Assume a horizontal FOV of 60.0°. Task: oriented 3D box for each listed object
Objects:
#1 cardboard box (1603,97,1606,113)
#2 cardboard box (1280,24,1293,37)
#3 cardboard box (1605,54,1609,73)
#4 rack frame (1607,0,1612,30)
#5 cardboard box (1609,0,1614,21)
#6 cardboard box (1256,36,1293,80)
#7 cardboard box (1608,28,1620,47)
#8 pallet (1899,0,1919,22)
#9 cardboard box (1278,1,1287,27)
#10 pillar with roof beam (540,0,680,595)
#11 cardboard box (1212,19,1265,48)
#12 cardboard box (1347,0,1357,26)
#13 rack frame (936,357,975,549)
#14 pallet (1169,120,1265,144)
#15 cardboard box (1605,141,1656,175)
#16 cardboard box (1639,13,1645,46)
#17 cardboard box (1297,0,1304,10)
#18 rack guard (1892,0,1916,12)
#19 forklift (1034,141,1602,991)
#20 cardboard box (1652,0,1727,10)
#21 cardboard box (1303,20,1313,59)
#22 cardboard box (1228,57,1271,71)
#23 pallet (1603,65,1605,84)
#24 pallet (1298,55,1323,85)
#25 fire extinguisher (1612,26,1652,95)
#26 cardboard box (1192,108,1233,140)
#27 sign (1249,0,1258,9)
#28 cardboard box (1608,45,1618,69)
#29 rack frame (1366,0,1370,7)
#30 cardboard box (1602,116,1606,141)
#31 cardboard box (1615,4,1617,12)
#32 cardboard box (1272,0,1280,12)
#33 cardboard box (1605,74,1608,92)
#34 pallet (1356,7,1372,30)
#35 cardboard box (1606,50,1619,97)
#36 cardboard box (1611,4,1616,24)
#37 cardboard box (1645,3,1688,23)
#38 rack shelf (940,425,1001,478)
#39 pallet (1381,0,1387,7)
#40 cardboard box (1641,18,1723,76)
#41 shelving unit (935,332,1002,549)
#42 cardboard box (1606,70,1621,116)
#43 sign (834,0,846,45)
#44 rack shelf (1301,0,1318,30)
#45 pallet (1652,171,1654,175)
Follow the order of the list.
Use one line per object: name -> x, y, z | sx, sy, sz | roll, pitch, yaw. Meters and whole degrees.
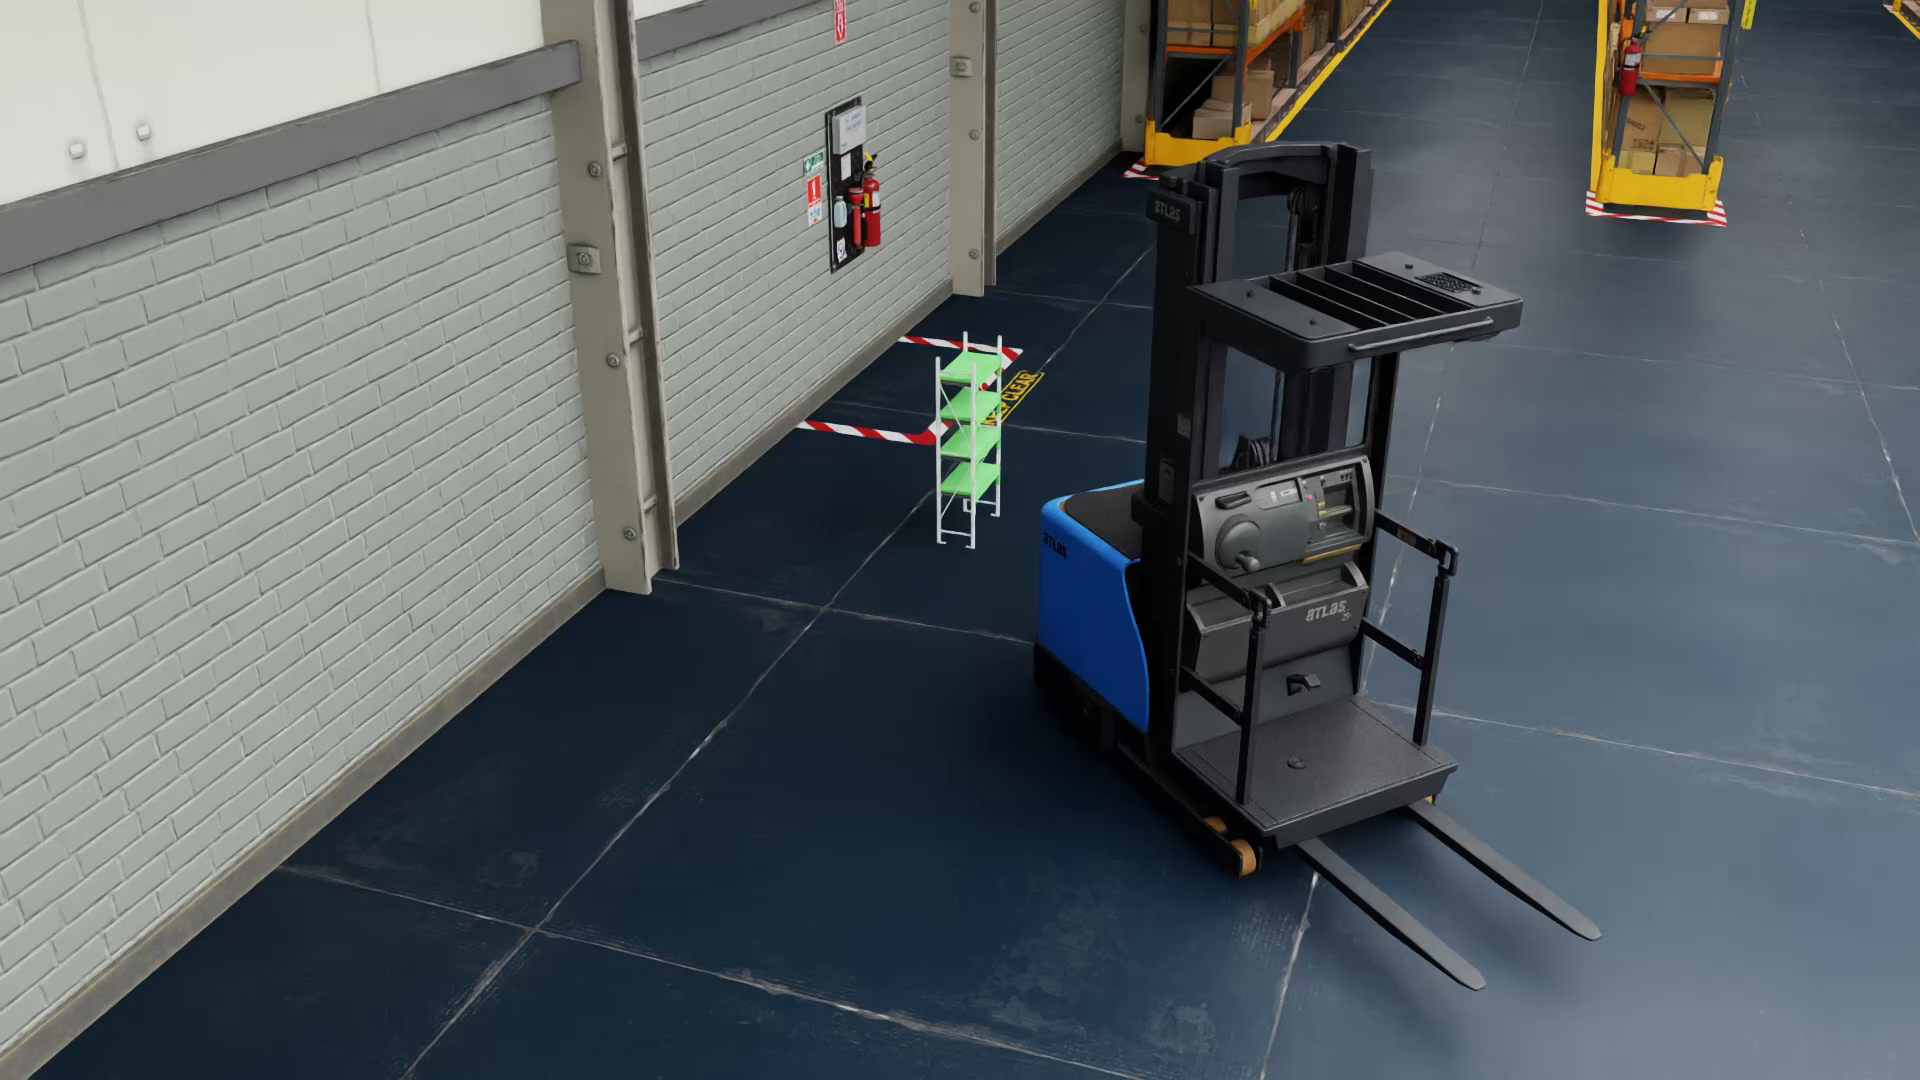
cardboard box -> 8.257, -5.386, 20.606 | 0.500, 0.250, 0.500 | 9, 27, 17
cardboard box -> 4.397, -7.195, 23.171 | 0.500, 0.250, 0.500 | 8, 27, 16
cardboard box -> 9.243, -6.583, 23.077 | 0.500, 0.250, 0.500 | 8, 27, 16
rack frame -> 11.359, -9.869, 27.191 | 1.000, 3.000, 0.127 | 9, 27, 17
cardboard box -> 10.969, -8.779, 27.302 | 0.500, 0.500, 0.500 | 8, 27, 15
cardboard box -> 4.254, -6.676, 22.960 | 0.700, 0.500, 0.500 | 10, 27, 19
cardboard box -> 9.410, -7.039, 23.377 | 0.500, 0.311, 0.500 | 8, 27, 16
pallet -> 17.049, -9.205, 29.019 | 1.003, 0.211, 1.213 | 9, 27, 17
cardboard box -> 3.660, -6.382, 20.138 | 0.500, 0.250, 0.500 | 9, 27, 18
pillar with roof beam -> 2.177, -3.212, 6.558 | 9.100, 9.000, 0.400 | 9, 27, 17
cardboard box -> 3.155, -5.750, 18.834 | 0.500, 0.250, 0.500 | 8, 27, 16
cardboard box -> 6.022, -8.806, 26.980 | 0.750, 0.750, 0.750 | 9, 27, 17
rack frame -> -0.026, -0.508, 9.922 | 0.240, 1.200, 0.015 | 9, 27, 17
pallet -> 3.023, -4.759, 19.838 | 1.003, 0.211, 1.213 | 9, 27, 17
cardboard box -> 7.266, -4.152, 18.057 | 0.500, 0.250, 0.500 | 9, 27, 17
cardboard box -> 8.046, -5.809, 18.691 | 0.700, 0.500, 0.500 | 10, 27, 19
cardboard box -> 4.153, -7.001, 21.417 | 0.500, 0.250, 0.500 | 9, 27, 18
rack guard -> 17.356, -9.680, 29.668 | 1.175, 0.500, 0.348 | 9, 27, 17
forklift -> 1.518, -0.078, 7.047 | 1.130, 2.935, 3.031 | -13, 29, -25
cardboard box -> 7.551, -5.778, 17.139 | 0.700, 0.500, 0.500 | 9, 27, 18
cardboard box -> 4.746, -7.308, 24.266 | 0.700, 0.500, 0.500 | 9, 27, 17
cardboard box -> 3.717, -5.939, 21.438 | 0.500, 0.500, 0.500 | 7, 27, 14
pallet -> 9.718, -6.638, 23.717 | 1.003, 0.211, 1.213 | 9, 27, 17
pallet -> 4.687, -6.866, 24.189 | 1.003, 0.211, 1.213 | 9, 27, 17
fire extinguisher -> 6.889, -4.922, 17.062 | 0.296, 0.674, 0.183 | 9, 27, 17
cardboard box -> 3.009, -4.914, 19.537 | 0.500, 0.311, 0.500 | 6, 26, 12
sign -> 3.205, -5.966, 18.135 | 0.100, 0.325, 0.005 | 9, 27, 17
cardboard box -> 8.897, -6.413, 22.082 | 0.500, 0.311, 0.500 | 9, 27, 17
rack frame -> 6.687, -10.586, 28.672 | 1.000, 3.000, 0.127 | 9, 27, 17
cardboard box -> 7.754, -4.770, 19.334 | 0.500, 0.250, 0.500 | 9, 27, 17
cardboard box -> 10.133, -8.078, 24.995 | 0.500, 0.250, 0.500 | 10, 28, 19
cardboard box -> 3.488, -6.499, 19.520 | 0.500, 0.500, 0.500 | 8, 27, 16
cardboard box -> 8.732, -5.953, 21.776 | 0.500, 0.250, 0.500 | 8, 27, 17
pallet -> 6.501, -9.003, 28.602 | 1.003, 0.211, 1.213 | 9, 27, 17
cardboard box -> 8.248, -5.725, 20.445 | 0.500, 0.500, 0.500 | 9, 27, 17
cardboard box -> 10.291, -7.929, 25.548 | 0.500, 0.500, 0.500 | 8, 27, 16
cardboard box -> 7.314, -5.459, 17.224 | 0.380, 0.149, 0.250 | 8, 27, 17
rack shelf -> 0.055, -0.551, 10.157 | 0.258, 0.148, 0.480 | 9, 27, 17
pallet -> 7.418, -10.135, 30.940 | 1.003, 0.211, 1.213 | 9, 27, 17
cardboard box -> 7.534, -5.173, 17.377 | 0.700, 0.500, 0.500 | 9, 27, 17
shelving unit -> 0.055, -0.608, 10.129 | 0.258, 1.200, 0.503 | 9, 27, 17
cardboard box -> 7.751, -5.109, 19.172 | 0.500, 0.500, 0.500 | 9, 27, 17
sign -> -0.841, -3.646, 11.679 | 0.001, 0.298, 0.199 | 9, 27, 17
rack shelf -> 4.690, -7.796, 23.736 | 1.077, 0.370, 4.000 | 9, 27, 17
pallet -> 7.581, -4.003, 18.275 | 1.003, 0.211, 1.213 | 9, 27, 17
